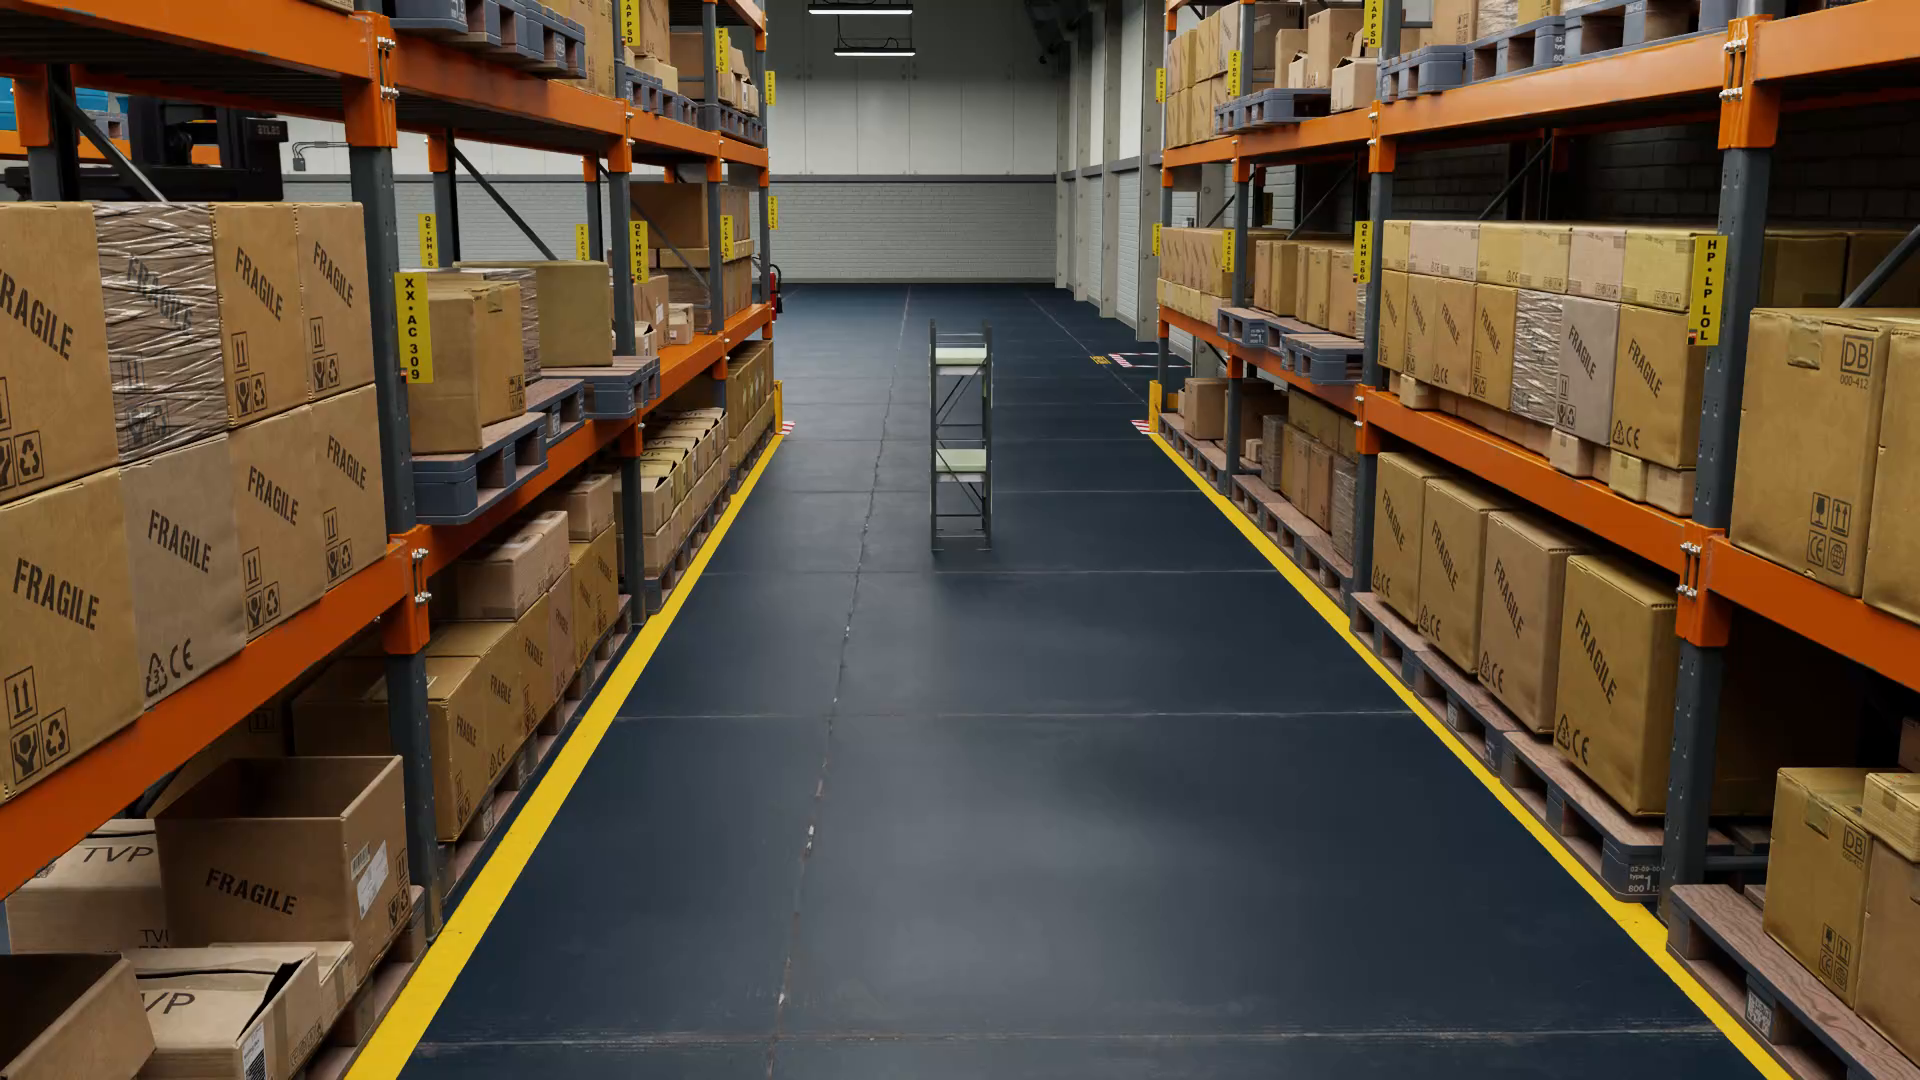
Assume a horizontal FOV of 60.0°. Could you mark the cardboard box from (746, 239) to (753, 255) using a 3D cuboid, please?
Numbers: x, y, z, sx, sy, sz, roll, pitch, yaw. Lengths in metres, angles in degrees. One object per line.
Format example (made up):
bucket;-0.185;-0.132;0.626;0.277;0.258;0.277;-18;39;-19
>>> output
cardboard box;-2.211;-2.826;16.063;0.380;0.149;0.250;0;11;0

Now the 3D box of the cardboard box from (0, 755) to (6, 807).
cardboard box;-1.854;0.253;2.514;0.500;0.500;0.500;0;11;-1

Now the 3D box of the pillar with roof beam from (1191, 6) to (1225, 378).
pillar with roof beam;-1.012;-6.587;21.395;9.100;9.000;0.400;0;11;-1

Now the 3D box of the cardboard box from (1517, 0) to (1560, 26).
cardboard box;2.831;-2.441;7.143;0.700;0.500;0.500;0;11;2

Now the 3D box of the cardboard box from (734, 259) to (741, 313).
cardboard box;-2.399;-2.340;15.295;0.700;0.500;0.500;0;11;-1

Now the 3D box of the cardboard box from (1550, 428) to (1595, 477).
cardboard box;2.441;-0.329;6.218;0.380;0.149;0.250;0;11;-1

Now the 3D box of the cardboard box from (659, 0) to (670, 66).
cardboard box;-2.360;-3.639;11.840;0.500;0.500;0.500;0;11;0

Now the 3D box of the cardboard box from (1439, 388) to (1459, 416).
cardboard box;2.523;-0.685;7.972;0.380;0.149;0.250;0;11;-2

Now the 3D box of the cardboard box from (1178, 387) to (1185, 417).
cardboard box;2.461;-1.368;16.412;0.500;0.311;0.500;-2;12;-8

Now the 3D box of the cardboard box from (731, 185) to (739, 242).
cardboard box;-2.390;-2.963;15.107;0.700;0.500;0.500;0;11;-1

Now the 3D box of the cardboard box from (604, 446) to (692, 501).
cardboard box;-1.995;-0.440;10.635;0.500;0.311;0.500;-1;11;-3

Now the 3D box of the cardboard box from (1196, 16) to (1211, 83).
cardboard box;2.295;-4.143;14.073;0.500;0.500;0.500;-1;11;-3

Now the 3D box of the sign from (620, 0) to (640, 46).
sign;-1.708;-2.722;8.585;0.100;0.325;0.005;0;11;-1

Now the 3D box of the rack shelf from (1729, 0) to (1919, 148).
rack shelf;2.826;-0.942;2.924;1.077;0.370;4.000;0;11;-1

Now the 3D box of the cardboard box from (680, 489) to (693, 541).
cardboard box;-1.996;-0.163;10.678;0.500;0.250;0.500;-1;11;-3

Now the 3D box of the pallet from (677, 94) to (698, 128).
pallet;-2.302;-2.992;11.702;0.805;0.209;1.217;-1;11;-3

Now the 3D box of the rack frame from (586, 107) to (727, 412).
rack frame;-2.333;-1.791;12.845;1.000;3.000;0.127;0;11;-1

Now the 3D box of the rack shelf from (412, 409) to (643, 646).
rack shelf;-2.209;-0.246;7.037;1.077;0.370;4.000;0;11;-1

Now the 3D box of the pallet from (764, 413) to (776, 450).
pallet;-2.358;-1.068;16.293;1.003;0.211;1.213;0;11;-1

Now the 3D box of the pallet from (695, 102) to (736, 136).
pallet;-2.377;-3.387;13.391;1.003;0.211;1.213;0;11;-1

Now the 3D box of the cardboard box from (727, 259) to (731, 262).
cardboard box;-2.176;-2.469;14.300;0.380;0.149;0.250;-1;11;-3

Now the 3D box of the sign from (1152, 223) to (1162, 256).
sign;1.994;-3.030;16.771;0.100;0.325;0.005;0;11;-1

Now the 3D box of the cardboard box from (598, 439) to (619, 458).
cardboard box;-2.541;-0.536;11.104;0.500;0.311;0.500;0;11;0

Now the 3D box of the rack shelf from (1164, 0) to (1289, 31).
rack shelf;2.578;-4.796;14.384;1.077;0.370;4.000;0;11;-1

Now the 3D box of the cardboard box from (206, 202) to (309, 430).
cardboard box;-1.885;-0.539;3.905;0.500;0.500;0.500;0;11;-2

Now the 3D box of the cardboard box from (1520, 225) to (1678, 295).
cardboard box;2.508;-1.089;6.448;0.500;0.250;0.500;0;11;0

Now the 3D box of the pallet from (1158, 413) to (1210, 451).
pallet;2.520;-1.064;16.274;1.003;0.211;1.213;0;11;-1

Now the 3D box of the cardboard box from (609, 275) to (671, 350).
cardboard box;-2.323;-1.583;11.566;0.500;0.500;0.500;1;11;3

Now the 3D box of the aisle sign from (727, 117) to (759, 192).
aisle sign;-2.124;-3.875;16.576;0.394;0.787;0.004;0;11;-1

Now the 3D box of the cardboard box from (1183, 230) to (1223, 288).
cardboard box;2.273;-2.512;14.836;0.500;0.500;0.500;0;11;1

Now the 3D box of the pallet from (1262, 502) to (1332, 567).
pallet;2.665;-0.048;11.265;1.003;0.211;1.213;0;11;-1

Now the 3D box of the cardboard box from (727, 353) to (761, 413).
cardboard box;-2.063;-1.409;14.932;0.500;0.500;0.500;0;11;-1

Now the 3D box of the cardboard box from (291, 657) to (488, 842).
cardboard box;-1.934;0.711;5.690;0.500;0.500;0.500;-1;11;-4

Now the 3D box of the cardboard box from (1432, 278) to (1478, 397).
cardboard box;2.467;-0.922;7.507;0.500;0.500;0.500;0;11;-1

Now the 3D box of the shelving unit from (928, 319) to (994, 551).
shelving unit;0.000;-0.736;11.417;0.431;1.500;0.755;0;11;-1

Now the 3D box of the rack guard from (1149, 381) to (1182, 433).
rack guard;2.538;-1.367;17.042;1.175;0.500;0.348;0;11;-1

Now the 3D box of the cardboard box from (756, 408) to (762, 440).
cardboard box;-2.066;-1.041;15.007;0.500;0.250;0.500;0;11;-1

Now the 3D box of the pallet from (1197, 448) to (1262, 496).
pallet;2.570;-0.579;13.883;1.003;0.211;1.213;0;11;-1

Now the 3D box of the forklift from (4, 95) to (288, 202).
forklift;-4.802;-1.163;9.918;1.130;2.935;3.031;4;12;20

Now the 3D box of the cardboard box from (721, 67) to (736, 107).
cardboard box;-2.091;-3.701;13.528;0.500;0.311;0.500;-1;12;-4

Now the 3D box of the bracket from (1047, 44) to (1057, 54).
bracket;2.450;-13.056;44.226;0.235;0.232;0.430;0;11;-1

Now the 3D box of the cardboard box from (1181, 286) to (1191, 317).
cardboard box;2.267;-2.141;14.893;0.500;0.250;0.500;0;11;-1

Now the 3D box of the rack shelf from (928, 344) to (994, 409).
rack shelf;0.000;-1.119;11.339;0.431;0.370;0.720;0;11;-1

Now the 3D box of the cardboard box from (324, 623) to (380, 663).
cardboard box;-2.466;0.613;6.173;0.500;0.500;0.500;0;11;-1

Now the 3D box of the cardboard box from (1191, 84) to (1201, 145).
cardboard box;2.316;-3.752;14.665;0.500;0.500;0.500;0;11;2

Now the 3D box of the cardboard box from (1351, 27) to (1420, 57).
cardboard box;2.768;-2.806;9.991;0.797;0.503;0.637;1;12;7

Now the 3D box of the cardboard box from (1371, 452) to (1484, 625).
cardboard box;2.586;-0.023;8.478;0.750;0.750;0.750;0;11;-2

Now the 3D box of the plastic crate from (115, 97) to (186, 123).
plastic crate;-7.028;-3.651;14.509;0.392;0.384;0.575;0;11;-1

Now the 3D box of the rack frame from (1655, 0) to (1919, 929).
rack frame;2.785;-0.222;5.110;1.000;3.000;0.127;0;11;-1

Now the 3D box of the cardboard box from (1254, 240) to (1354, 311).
cardboard box;2.596;-1.976;12.396;0.700;0.500;0.500;0;11;-1

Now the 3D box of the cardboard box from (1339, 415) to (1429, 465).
cardboard box;2.686;-0.632;10.424;0.500;0.250;0.500;0;11;0
